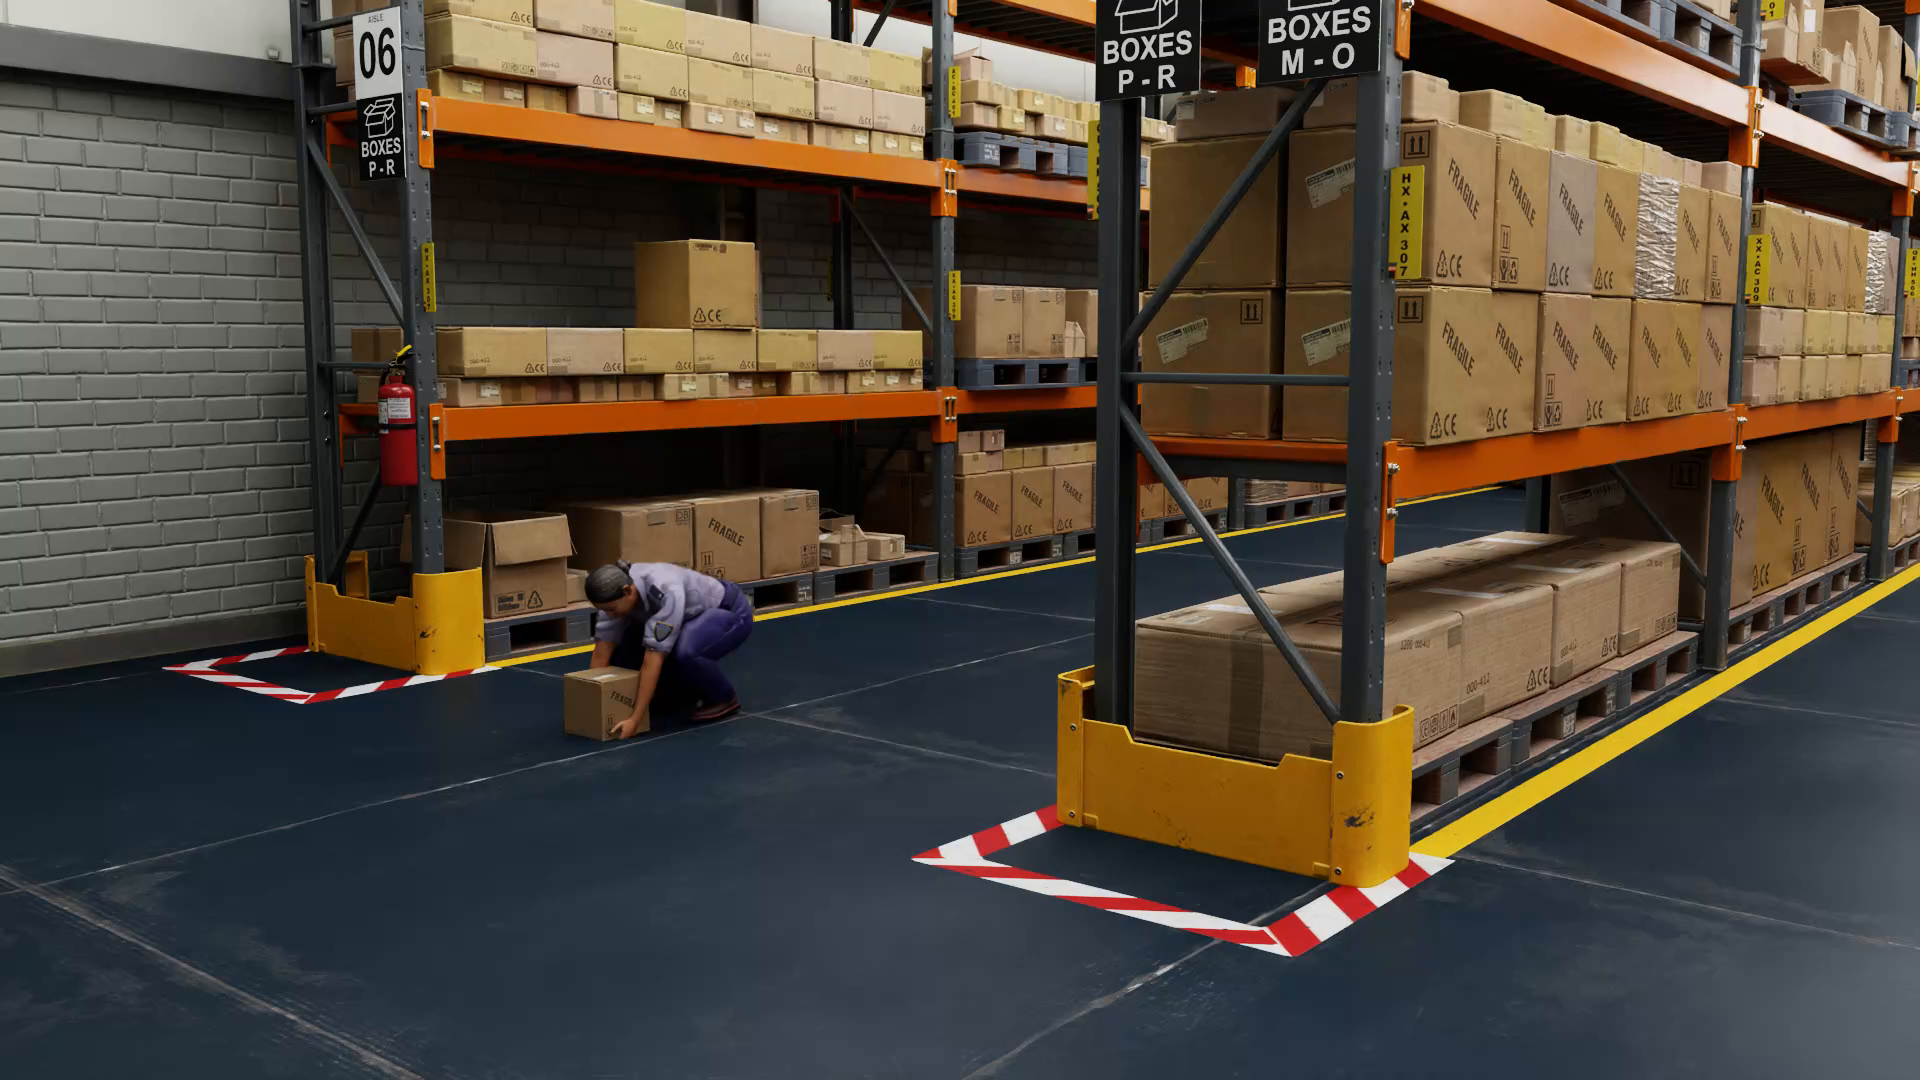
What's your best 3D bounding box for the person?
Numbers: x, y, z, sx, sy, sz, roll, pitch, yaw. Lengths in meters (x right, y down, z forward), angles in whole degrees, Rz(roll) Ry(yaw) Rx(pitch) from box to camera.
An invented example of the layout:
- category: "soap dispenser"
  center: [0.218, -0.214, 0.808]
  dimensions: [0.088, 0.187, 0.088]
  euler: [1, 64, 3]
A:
- category: "person"
  center: [-1.278, 0.434, 7.186]
  dimensions: [0.513, 0.774, 0.870]
  euler: [5, 9, 37]
